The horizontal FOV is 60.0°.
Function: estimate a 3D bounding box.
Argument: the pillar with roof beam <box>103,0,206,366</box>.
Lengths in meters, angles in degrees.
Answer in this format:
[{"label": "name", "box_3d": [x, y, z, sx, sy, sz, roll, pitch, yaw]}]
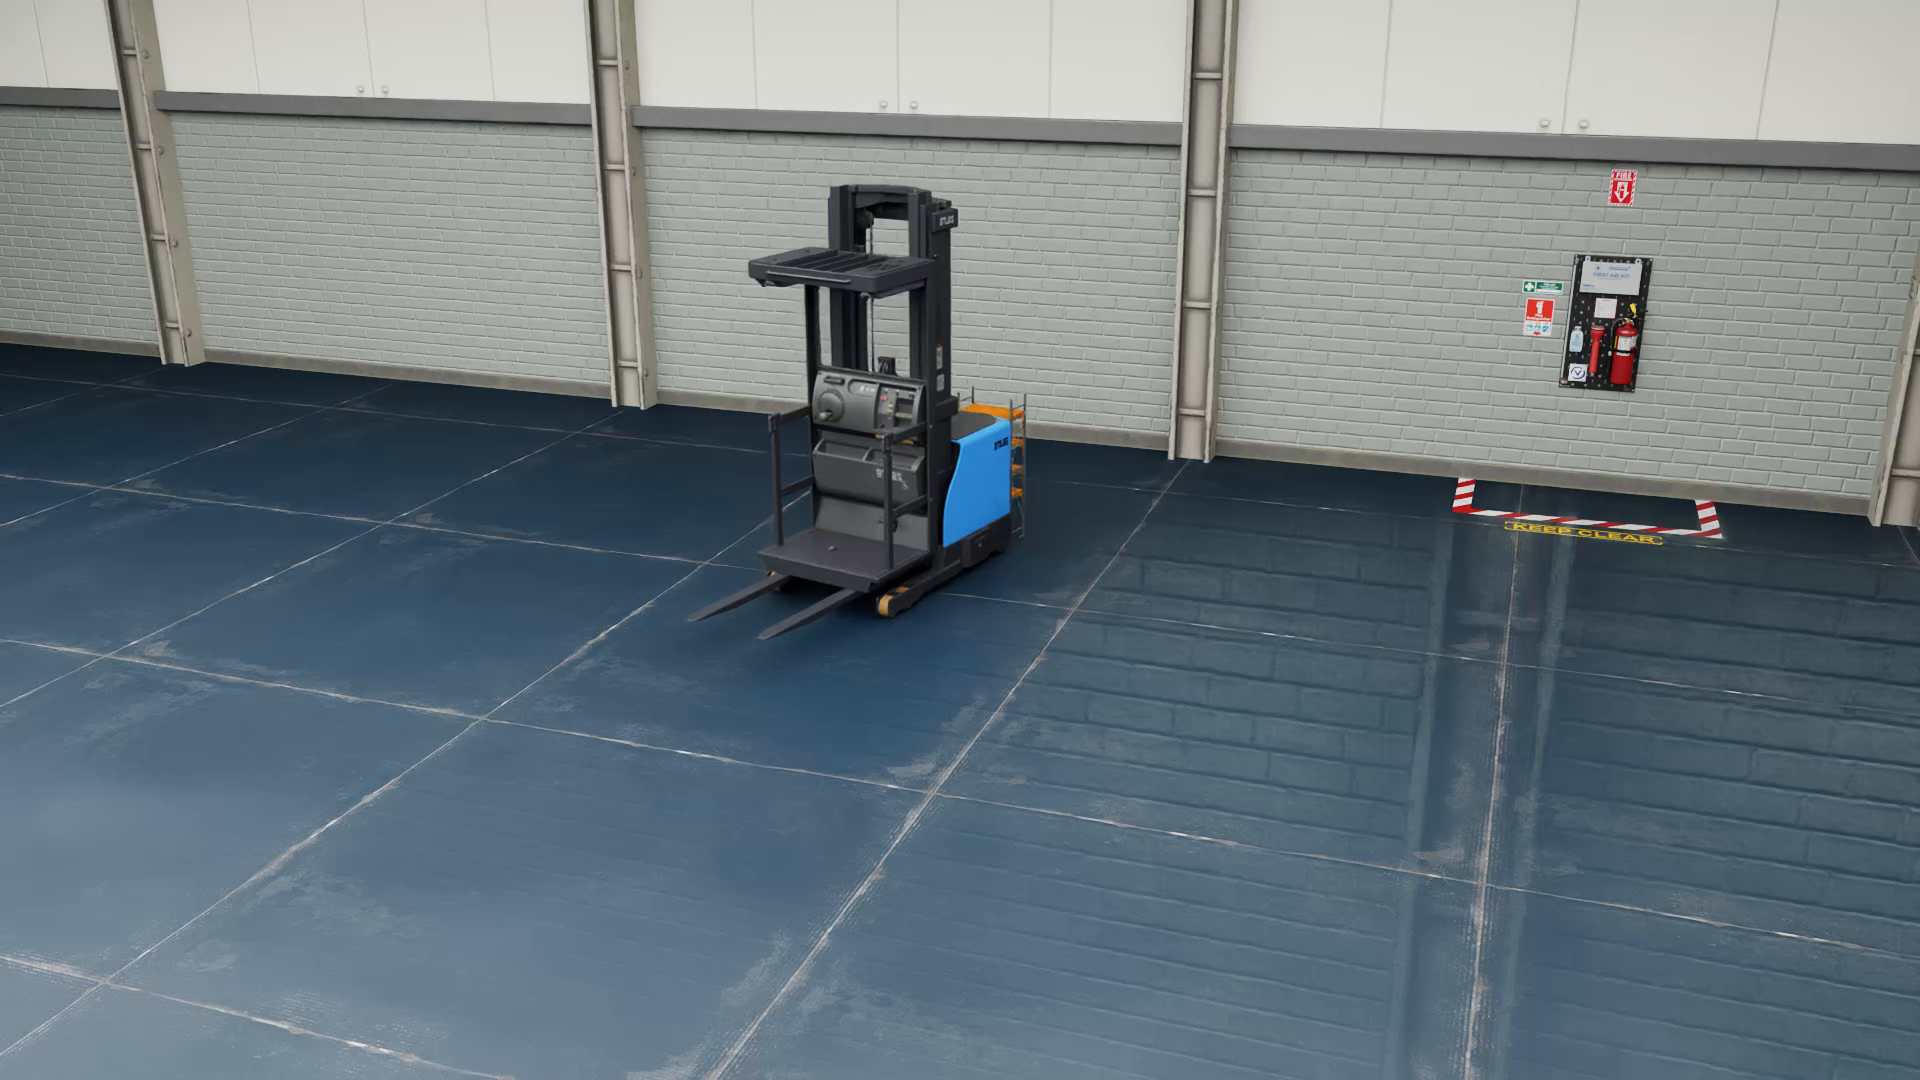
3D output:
[{"label": "pillar with roof beam", "box_3d": [-10.538, -5.001, 14.253, 0.400, 9.000, 9.100, 7, 20, 18]}]

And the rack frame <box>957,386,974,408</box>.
[{"label": "rack frame", "box_3d": [0.047, -0.654, 13.628, 0.015, 1.200, 0.240, 11, 22, 30]}]

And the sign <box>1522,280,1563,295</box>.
[{"label": "sign", "box_3d": [5.069, -2.197, 14.463, 0.331, 0.109, 0.001, 7, 20, 18]}]

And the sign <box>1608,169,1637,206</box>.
[{"label": "sign", "box_3d": [5.581, -2.968, 14.012, 0.199, 0.298, 0.001, 7, 20, 18]}]

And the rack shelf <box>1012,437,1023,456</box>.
[{"label": "rack shelf", "box_3d": [0.255, -0.759, 13.456, 0.480, 0.148, 0.258, 11, 22, 30]}]

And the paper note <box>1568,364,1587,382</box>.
[{"label": "paper note", "box_3d": [5.411, -1.466, 14.564, 0.142, 0.148, 0.016, 7, 20, 18]}]

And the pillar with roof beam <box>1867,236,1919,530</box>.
[{"label": "pillar with roof beam", "box_3d": [6.465, -3.057, 8.675, 0.400, 9.000, 9.100, 7, 20, 18]}]

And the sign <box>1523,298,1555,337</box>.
[{"label": "sign", "box_3d": [5.068, -1.950, 14.560, 0.234, 0.329, 0.001, 7, 20, 18]}]

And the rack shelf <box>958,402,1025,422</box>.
[{"label": "rack shelf", "box_3d": [0.255, -0.983, 13.378, 0.480, 0.148, 0.258, 11, 22, 30]}]

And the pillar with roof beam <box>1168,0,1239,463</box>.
[{"label": "pillar with roof beam", "box_3d": [0.797, -3.705, 10.534, 0.400, 9.000, 9.100, 7, 20, 18]}]

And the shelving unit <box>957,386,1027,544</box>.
[{"label": "shelving unit", "box_3d": [0.255, -0.611, 13.507, 0.503, 1.200, 0.258, 11, 22, 30]}]

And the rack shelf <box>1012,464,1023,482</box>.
[{"label": "rack shelf", "box_3d": [0.255, -0.548, 13.529, 0.480, 0.148, 0.258, 11, 22, 30]}]

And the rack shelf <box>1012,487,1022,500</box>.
[{"label": "rack shelf", "box_3d": [0.255, -0.360, 13.594, 0.480, 0.148, 0.258, 11, 22, 30]}]

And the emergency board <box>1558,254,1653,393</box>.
[{"label": "emergency board", "box_3d": [5.556, -1.842, 14.302, 0.643, 1.169, 0.194, 7, 20, 18]}]

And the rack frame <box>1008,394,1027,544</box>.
[{"label": "rack frame", "box_3d": [0.462, -0.569, 13.386, 0.015, 1.200, 0.240, 11, 22, 30]}]

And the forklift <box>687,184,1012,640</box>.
[{"label": "forklift", "box_3d": [-0.788, -0.997, 11.985, 1.130, 2.935, 3.031, 11, 22, 30]}]

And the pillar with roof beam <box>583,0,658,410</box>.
[{"label": "pillar with roof beam", "box_3d": [-4.870, -4.353, 12.394, 0.400, 9.000, 9.100, 7, 20, 18]}]
